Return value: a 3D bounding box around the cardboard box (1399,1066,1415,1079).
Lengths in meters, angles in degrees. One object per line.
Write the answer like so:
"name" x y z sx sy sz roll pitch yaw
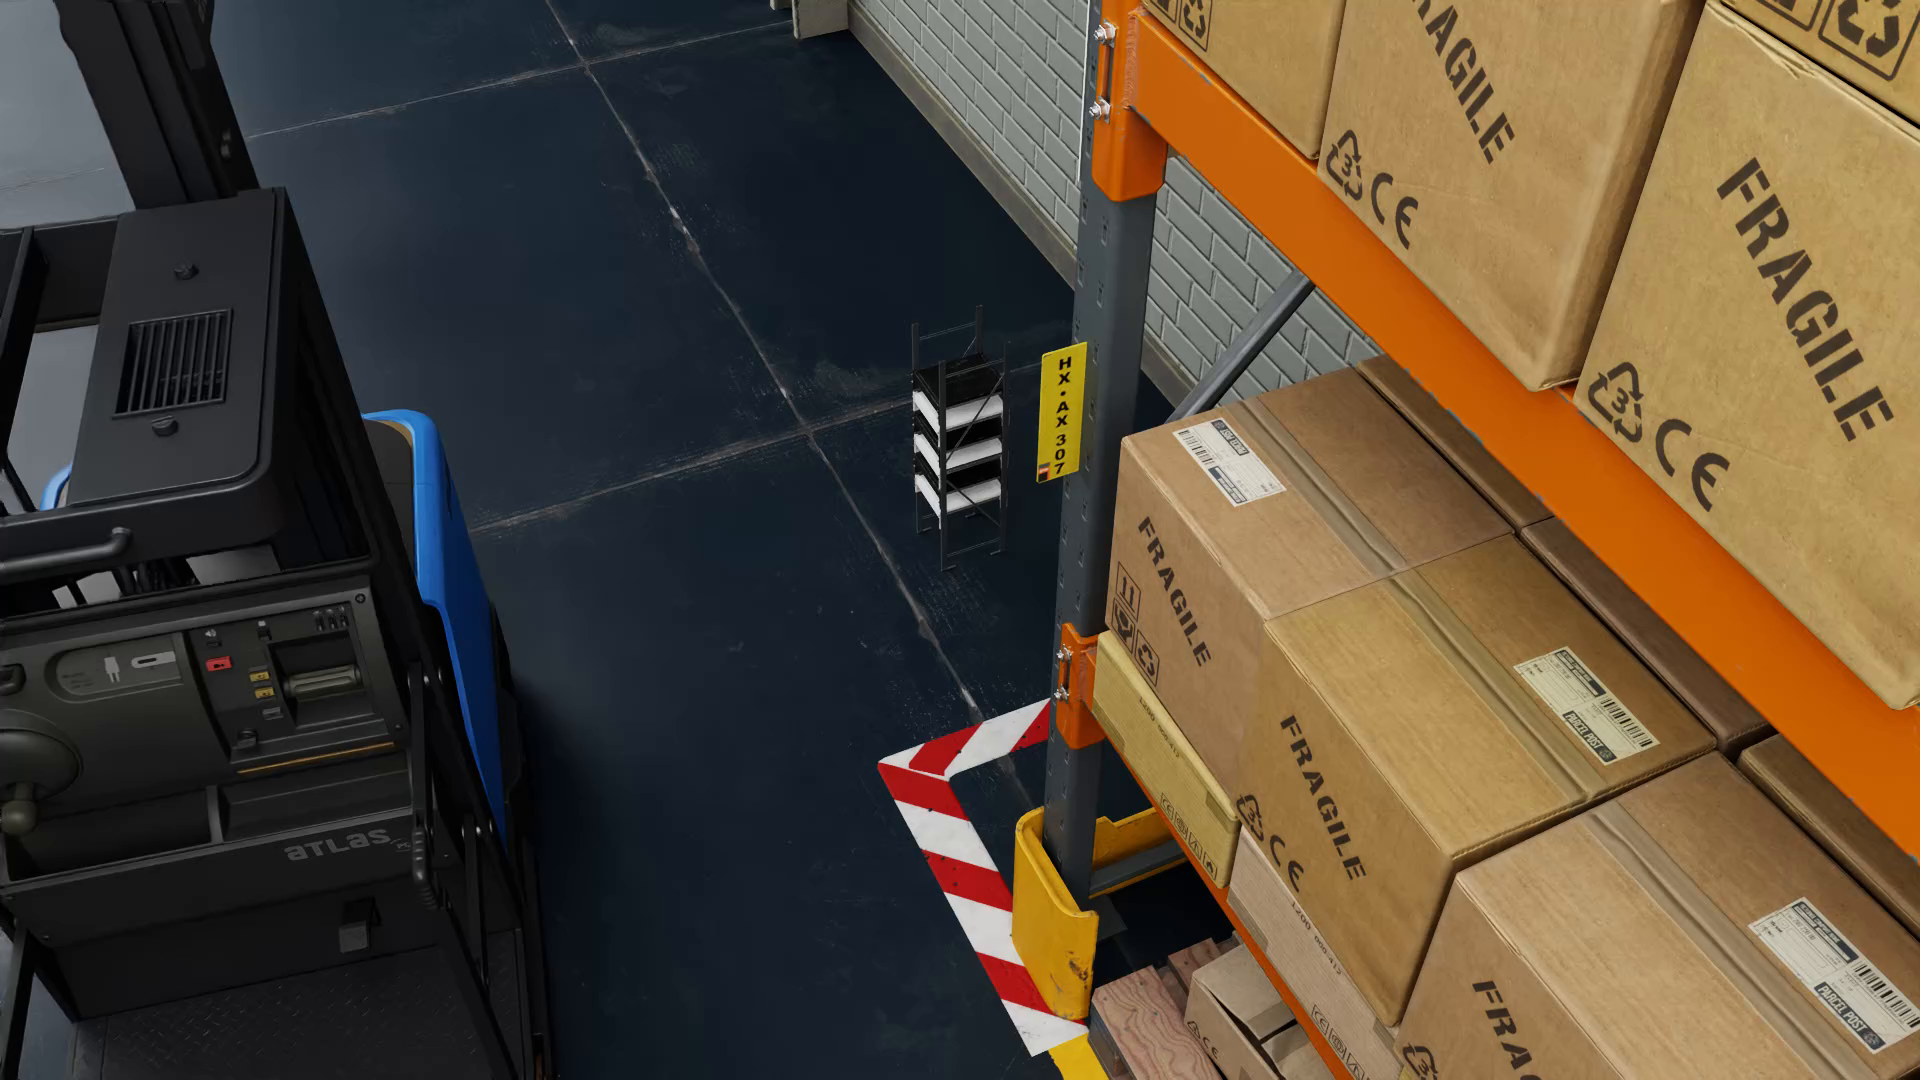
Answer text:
"cardboard box" 1.050 1.006 2.687 0.500 0.250 0.500 -19 48 -18

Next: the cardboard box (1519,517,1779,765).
"cardboard box" 1.287 0.243 2.927 0.500 0.500 0.500 -17 47 -17

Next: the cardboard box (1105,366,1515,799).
"cardboard box" 0.621 0.075 3.097 0.500 0.500 0.500 -18 47 -17

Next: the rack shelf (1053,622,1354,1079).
"rack shelf" 1.534 1.433 2.674 1.077 0.370 4.000 -18 47 -17

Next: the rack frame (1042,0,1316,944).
"rack frame" 0.693 -0.098 3.713 1.000 3.000 0.127 -18 47 -17

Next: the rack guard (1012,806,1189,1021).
"rack guard" 0.725 0.841 4.542 1.175 0.500 0.348 -18 47 -17

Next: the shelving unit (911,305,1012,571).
"shelving unit" 0.003 -0.315 5.429 0.258 0.900 0.210 -18 47 -17

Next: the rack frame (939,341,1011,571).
"rack frame" 0.046 -0.250 5.363 0.240 0.900 0.006 -18 47 -17

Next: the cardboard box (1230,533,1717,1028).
"cardboard box" 0.820 0.393 2.775 0.500 0.500 0.500 -18 47 -17

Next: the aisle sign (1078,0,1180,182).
"aisle sign" 0.390 -0.980 2.757 0.394 0.787 0.004 -18 47 -17

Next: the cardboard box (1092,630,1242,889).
"cardboard box" 0.610 0.353 3.349 0.500 0.250 0.500 -19 48 -19

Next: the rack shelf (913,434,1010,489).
"rack shelf" 0.003 -0.291 5.452 0.258 0.077 0.200 -18 47 -17

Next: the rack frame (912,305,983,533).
"rack frame" -0.039 -0.380 5.494 0.240 0.900 0.006 -18 47 -17

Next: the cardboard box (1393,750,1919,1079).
"cardboard box" 1.031 0.724 2.440 0.500 0.500 0.500 -20 48 -19

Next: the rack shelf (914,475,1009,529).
"rack shelf" 0.003 -0.163 5.579 0.258 0.077 0.200 -18 47 -17

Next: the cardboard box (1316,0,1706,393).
"cardboard box" 0.800 -0.568 1.969 0.500 0.500 0.500 -15 47 -15

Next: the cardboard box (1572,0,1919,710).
"cardboard box" 1.022 -0.239 1.635 0.500 0.500 0.500 -16 47 -16

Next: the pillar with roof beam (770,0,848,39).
"pillar with roof beam" -4.657 -4.595 4.000 9.100 9.000 0.400 -18 47 -17

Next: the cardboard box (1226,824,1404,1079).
"cardboard box" 0.841 0.680 3.018 0.500 0.250 0.500 -19 48 -19

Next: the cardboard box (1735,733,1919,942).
"cardboard box" 1.508 0.571 2.594 0.500 0.500 0.500 -19 48 -18

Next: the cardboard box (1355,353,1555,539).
"cardboard box" 1.084 -0.081 3.255 0.500 0.500 0.500 -19 48 -18

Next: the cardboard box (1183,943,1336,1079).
"cardboard box" 0.902 1.170 4.029 0.500 0.311 0.500 -23 49 -22

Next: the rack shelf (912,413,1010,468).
"rack shelf" 0.003 -0.355 5.389 0.258 0.077 0.200 -18 47 -17

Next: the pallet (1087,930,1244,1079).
"pallet" 1.034 1.472 4.108 1.003 0.211 1.213 -18 47 -17

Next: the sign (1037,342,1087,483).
"sign" 0.201 -0.245 3.247 0.100 0.325 0.005 -18 47 -17

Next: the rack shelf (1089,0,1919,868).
"rack shelf" 1.534 0.365 1.621 1.077 0.370 4.000 -18 47 -17

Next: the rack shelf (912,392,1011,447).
"rack shelf" 0.003 -0.420 5.326 0.258 0.077 0.200 -18 47 -17

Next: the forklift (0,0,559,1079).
"forklift" -1.590 0.431 3.226 1.130 2.935 3.031 -10 46 -10

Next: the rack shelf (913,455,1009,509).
"rack shelf" 0.003 -0.227 5.515 0.258 0.077 0.200 -18 47 -17

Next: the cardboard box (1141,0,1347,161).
"cardboard box" 0.607 -0.921 2.327 0.500 0.500 0.500 -17 47 -16

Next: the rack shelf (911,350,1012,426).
"rack shelf" 0.003 -0.484 5.262 0.258 0.077 0.200 -18 47 -17
